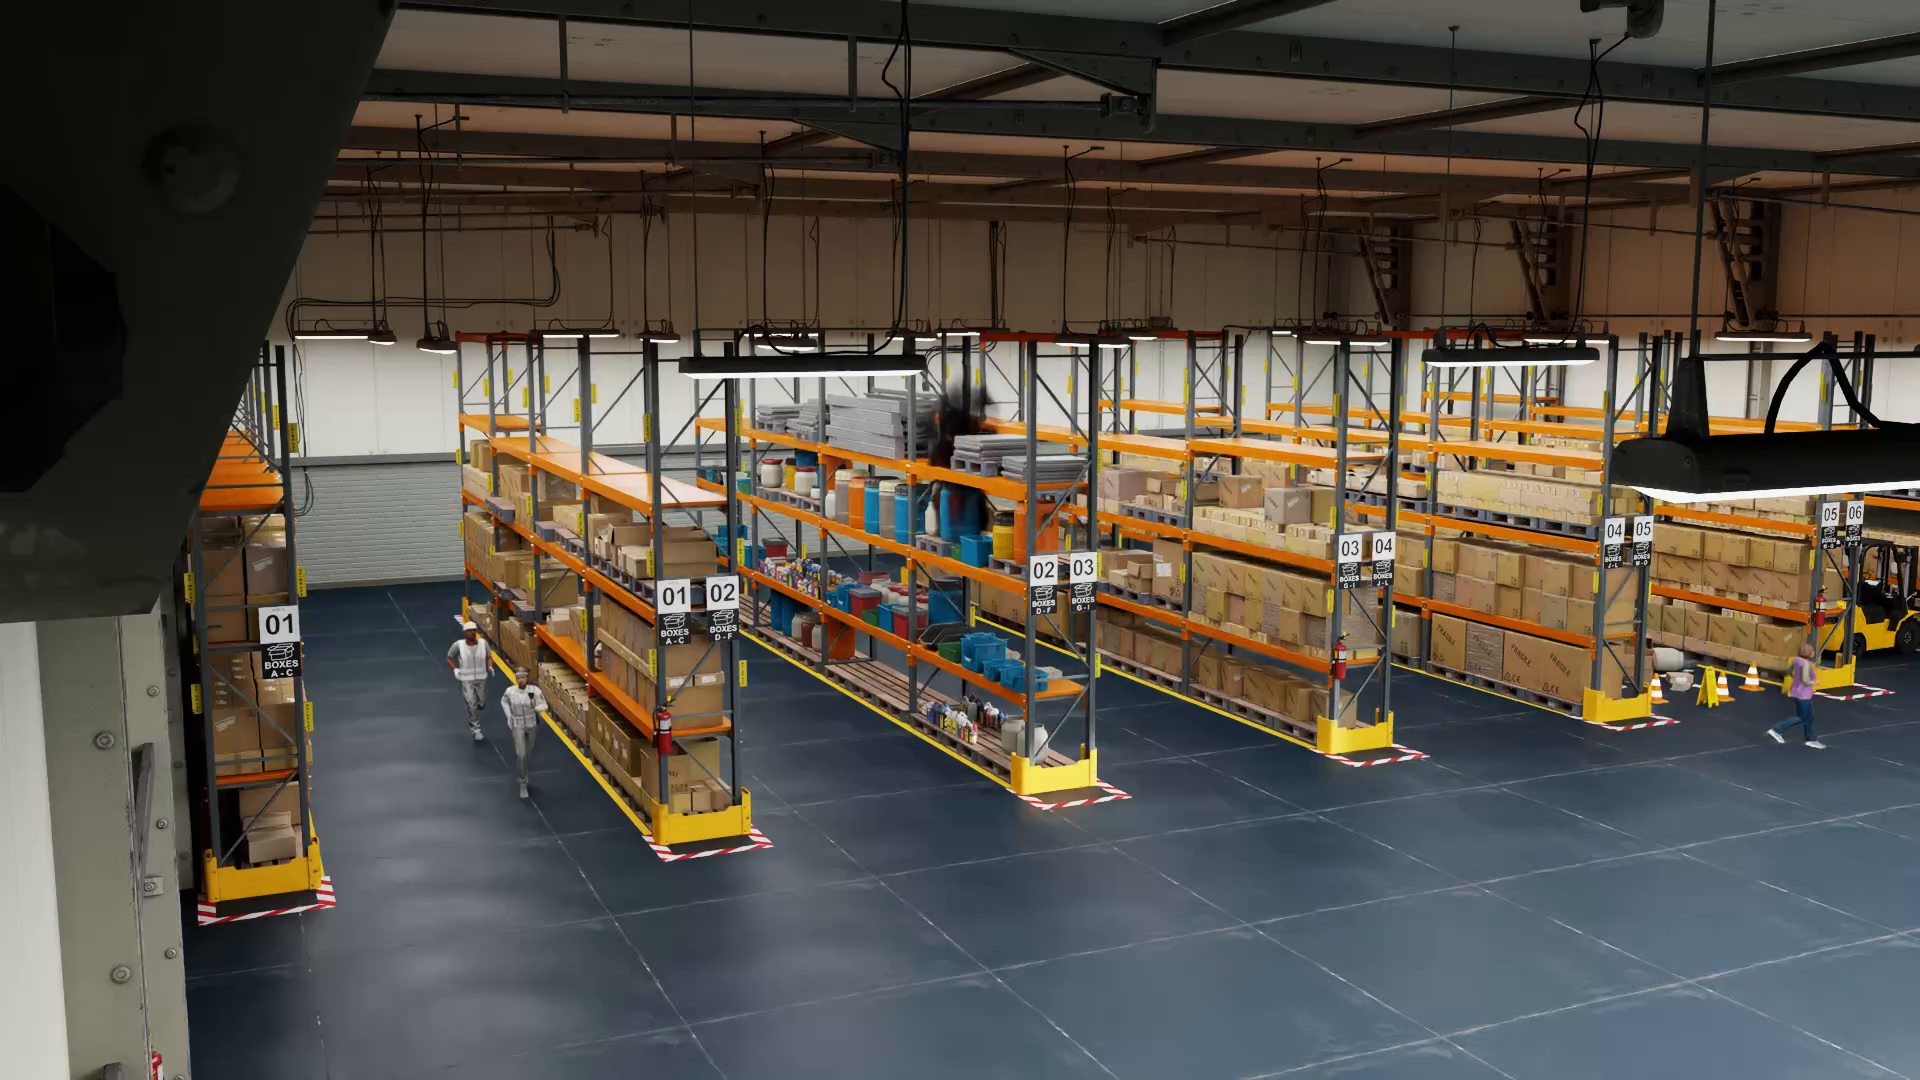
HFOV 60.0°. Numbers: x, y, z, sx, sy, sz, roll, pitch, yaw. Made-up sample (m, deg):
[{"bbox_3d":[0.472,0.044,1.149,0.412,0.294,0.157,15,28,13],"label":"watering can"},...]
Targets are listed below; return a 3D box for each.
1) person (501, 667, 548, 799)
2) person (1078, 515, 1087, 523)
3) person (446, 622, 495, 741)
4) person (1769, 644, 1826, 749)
[{"bbox_3d":[-5.793,2.522,22.187,0.584,1.754,0.775,-3,8,-21],"label":"person"},{"bbox_3d":[3.160,-0.151,41.888,0.579,1.673,0.764,-1,8,-7],"label":"person"},{"bbox_3d":[-7.361,2.102,25.079,0.680,1.761,0.747,-5,9,-31],"label":"person"},{"bbox_3d":[12.328,2.292,24.349,0.794,1.580,0.574,2,8,11],"label":"person"}]
